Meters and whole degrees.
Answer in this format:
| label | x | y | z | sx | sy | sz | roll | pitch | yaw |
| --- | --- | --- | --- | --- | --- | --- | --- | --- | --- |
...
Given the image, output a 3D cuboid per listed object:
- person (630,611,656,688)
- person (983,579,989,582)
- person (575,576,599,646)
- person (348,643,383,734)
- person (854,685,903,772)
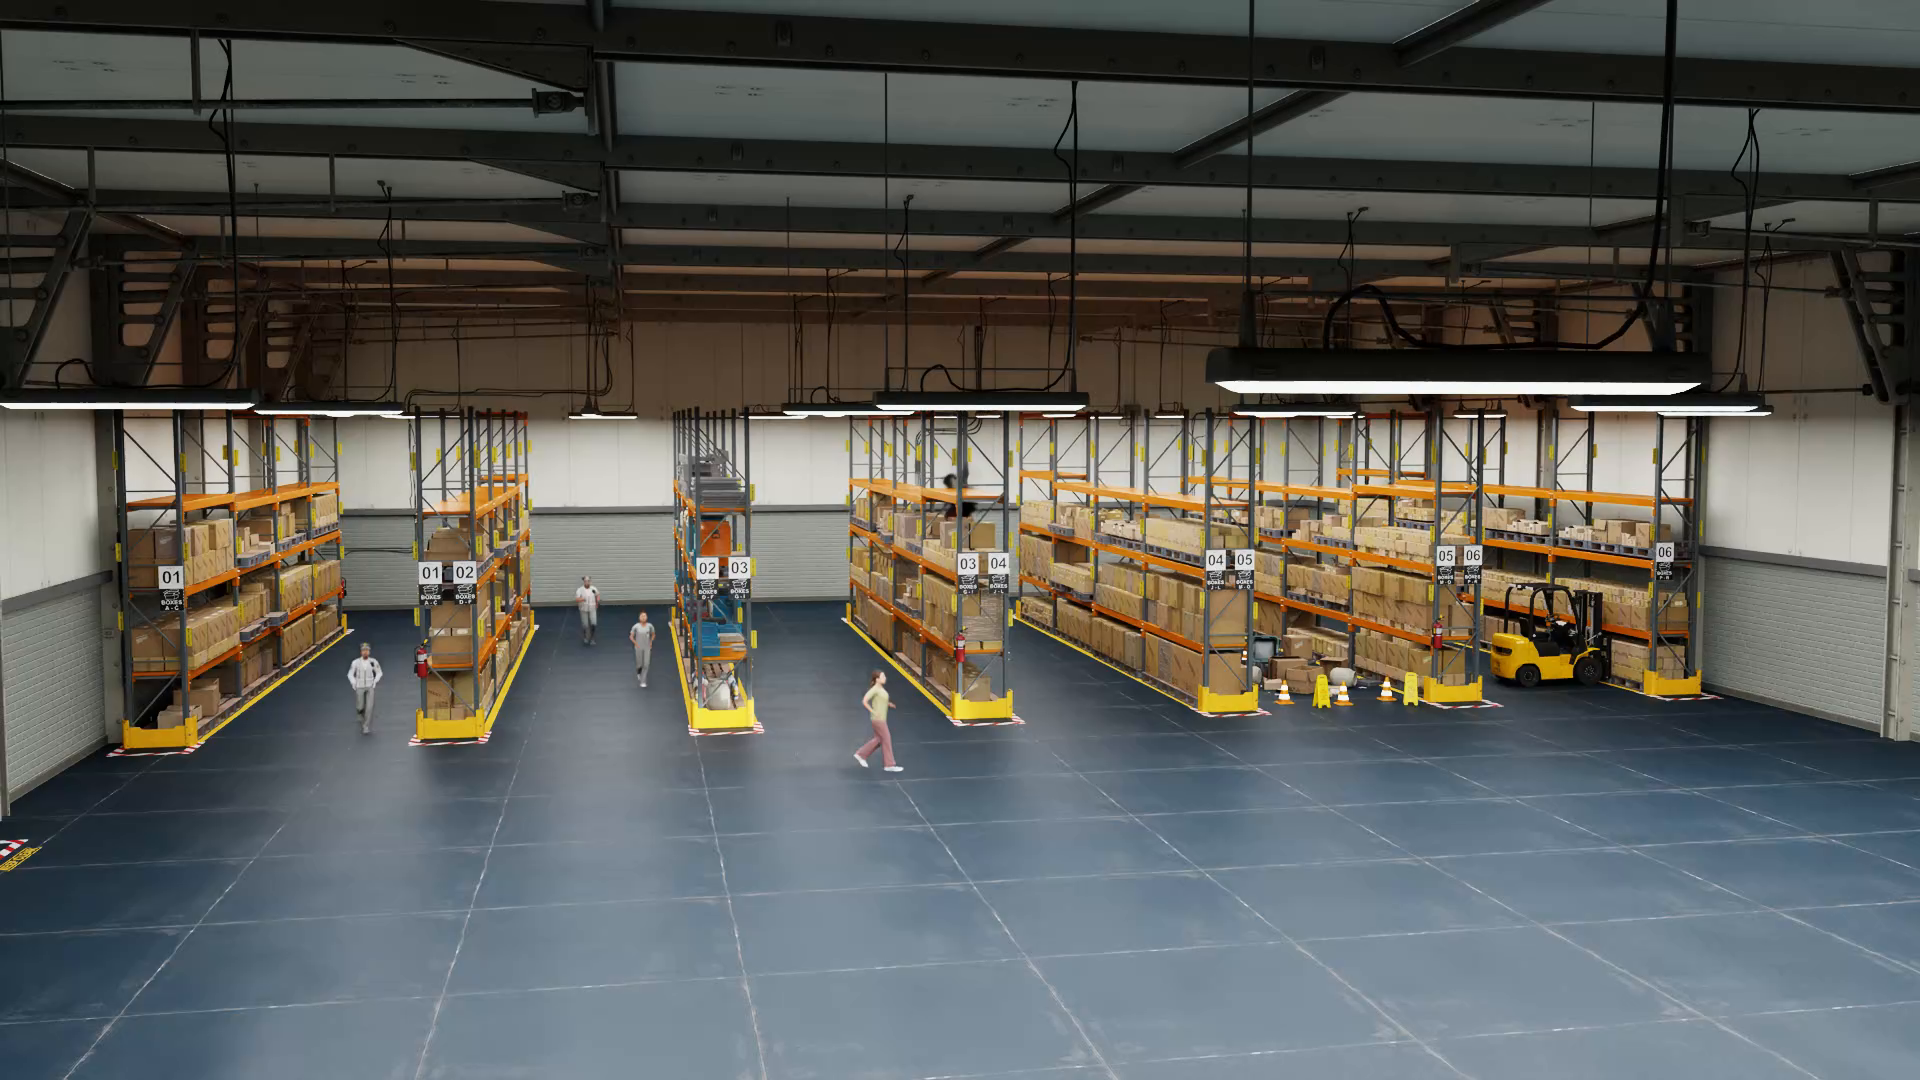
| label | x | y | z | sx | sy | sz | roll | pitch | yaw |
| --- | --- | --- | --- | --- | --- | --- | --- | --- | --- |
| person | -6.852 | 2.348 | 35.950 | 0.556 | 1.633 | 0.733 | -1 | 4 | -19 |
| person | 0.610 | 1.565 | 47.390 | 0.652 | 1.603 | 0.537 | 0 | 4 | -4 |
| person | -9.526 | 1.822 | 42.615 | 0.644 | 1.821 | 0.686 | -1 | 4 | -19 |
| person | -10.980 | 2.721 | 30.730 | 0.608 | 1.643 | 0.613 | -2 | 4 | -22 |
| person | -1.339 | 3.066 | 27.192 | 0.845 | 1.408 | 0.546 | 1 | 4 | 10 |
